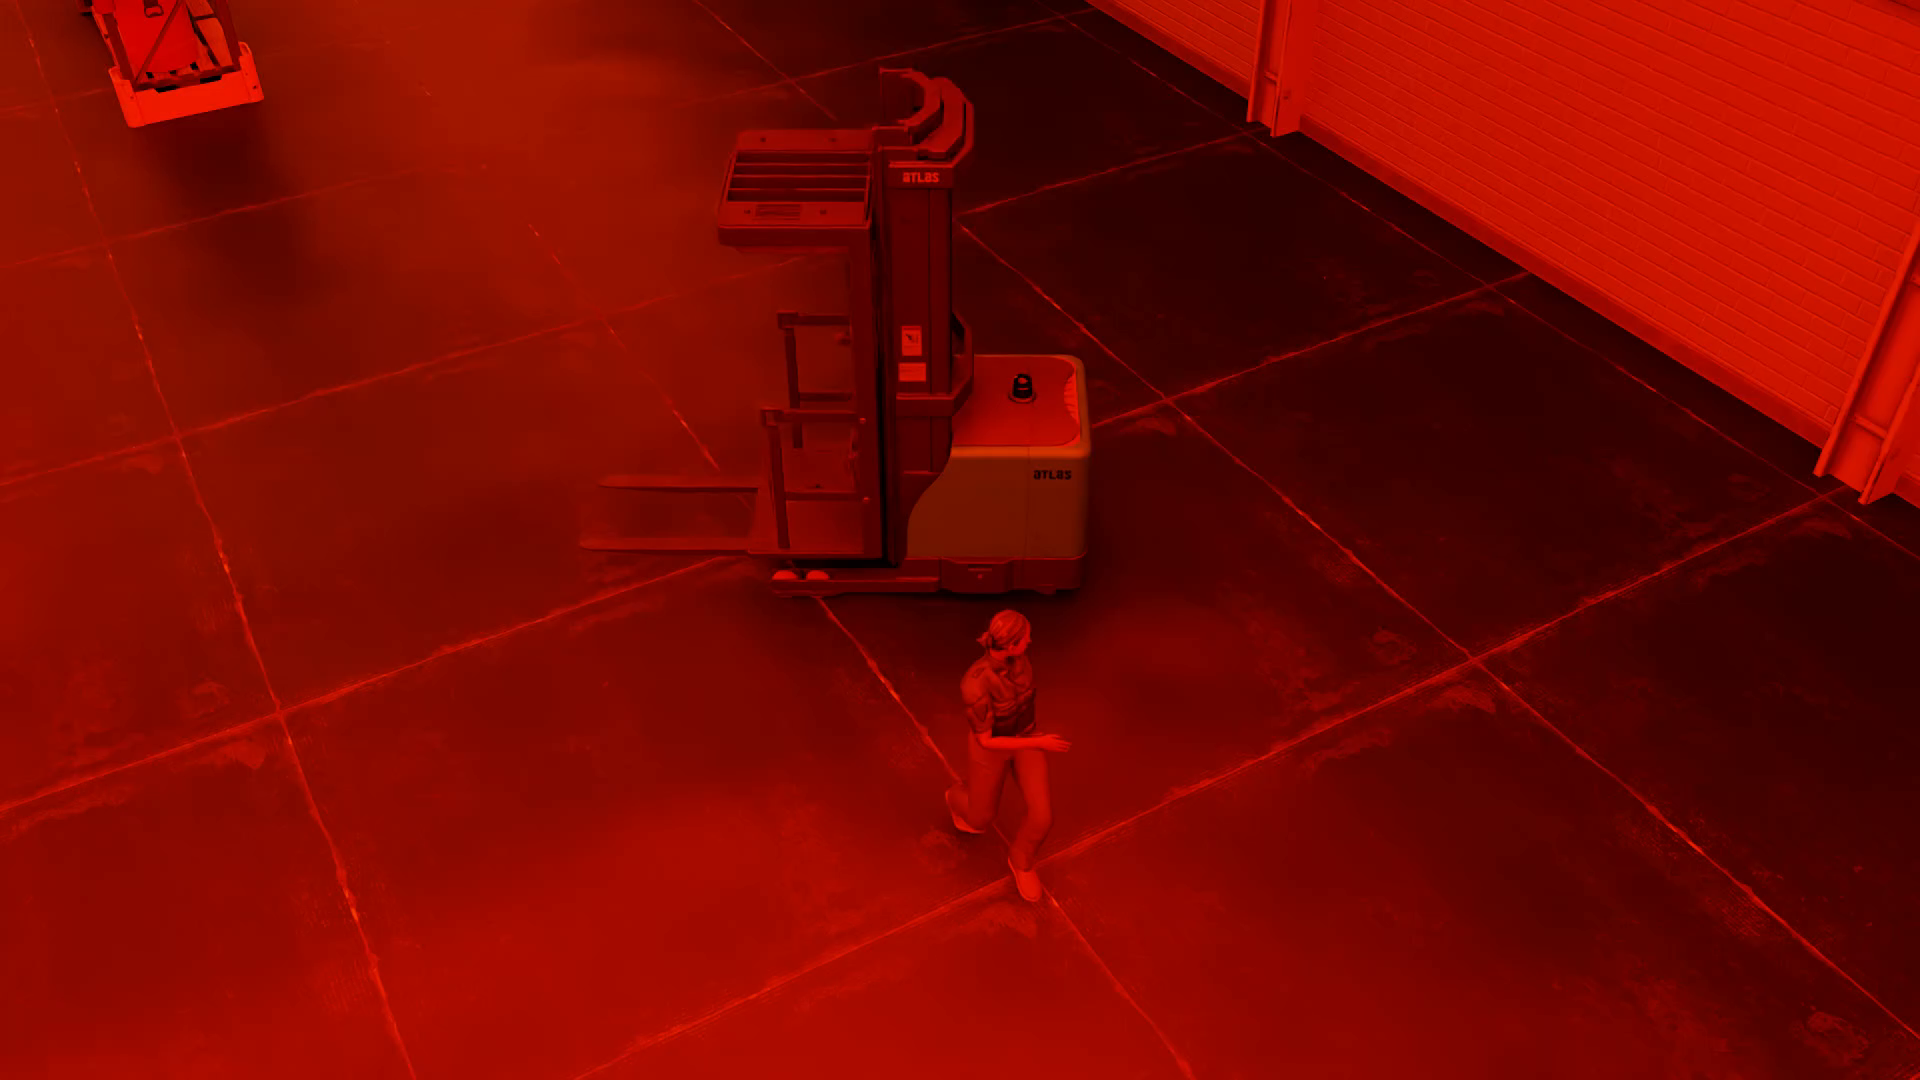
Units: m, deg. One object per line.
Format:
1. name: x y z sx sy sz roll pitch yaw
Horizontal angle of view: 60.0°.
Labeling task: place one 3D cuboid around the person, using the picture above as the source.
1. person: 0.218 0.955 7.965 0.507 1.582 0.776 -19 43 -22

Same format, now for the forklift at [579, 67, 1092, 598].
1. forklift: -0.759 -1.120 9.386 3.031 2.935 1.130 0 40 0
